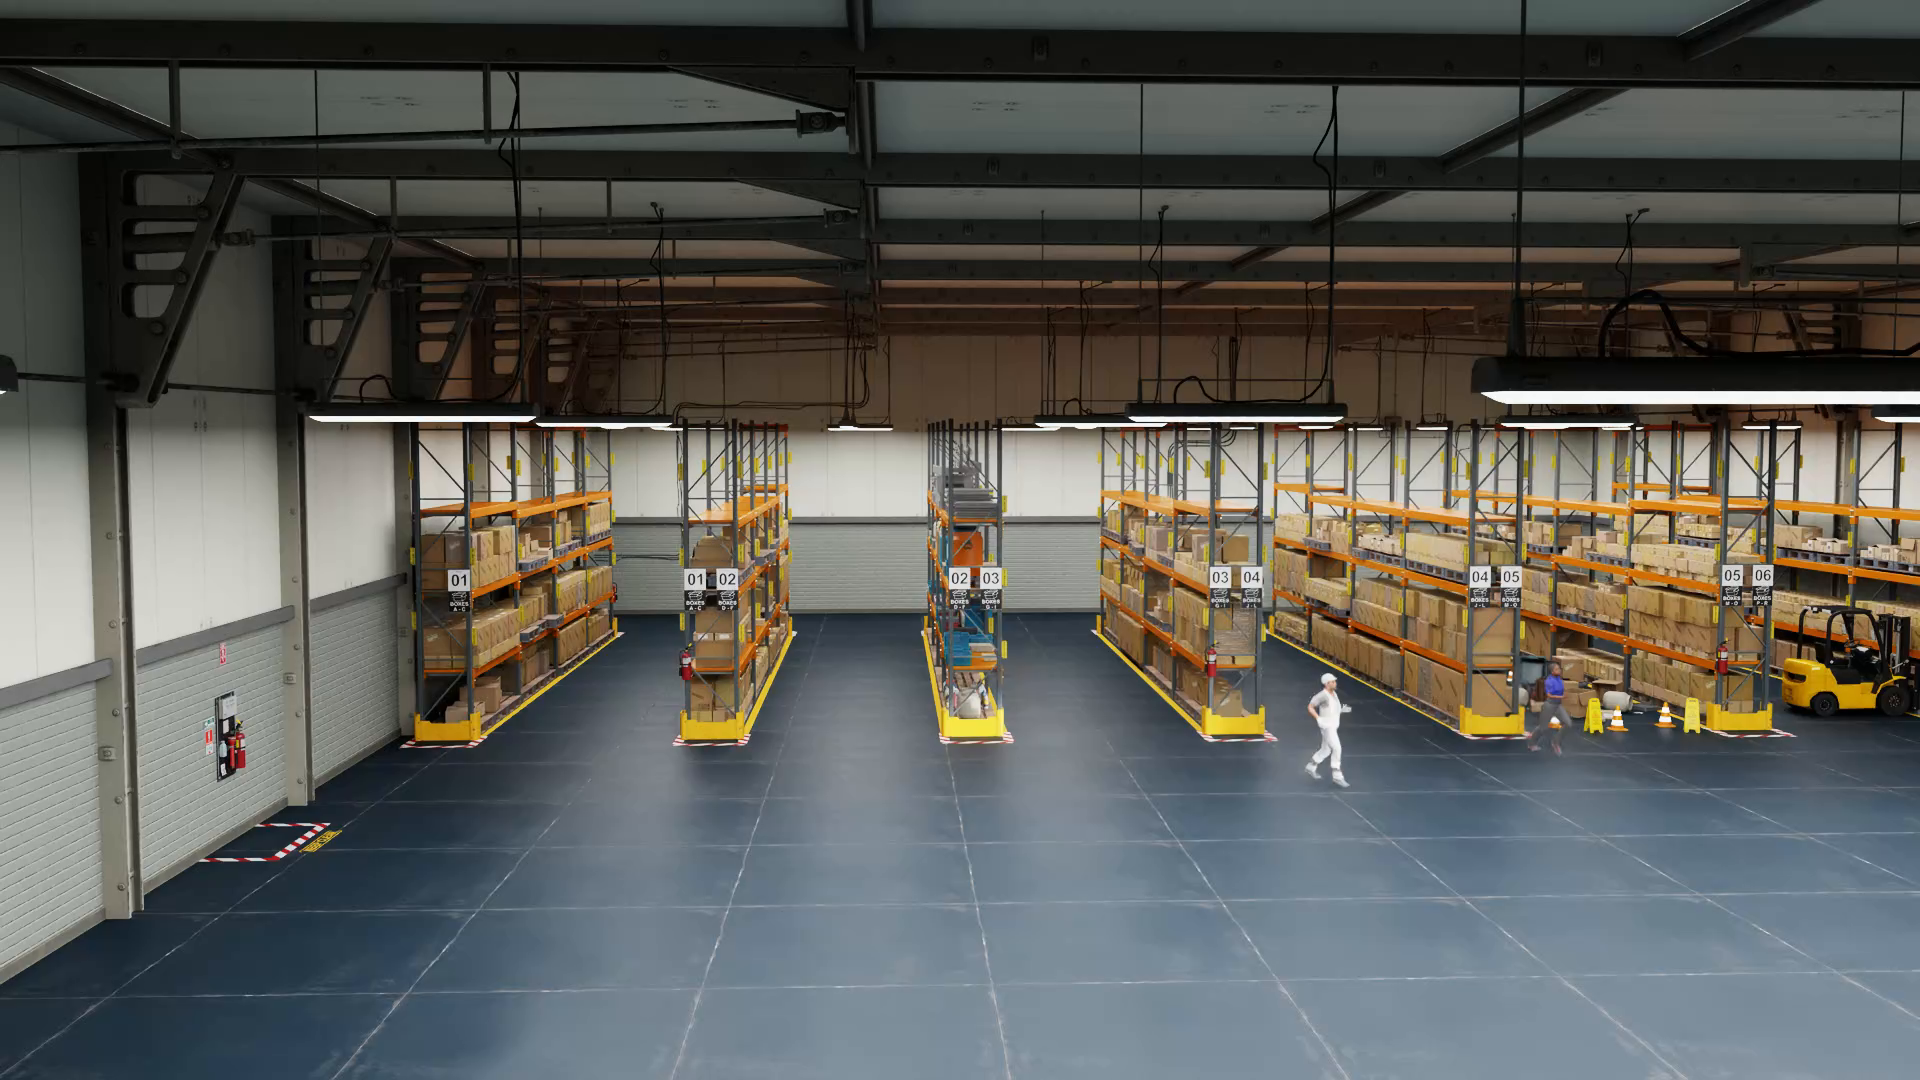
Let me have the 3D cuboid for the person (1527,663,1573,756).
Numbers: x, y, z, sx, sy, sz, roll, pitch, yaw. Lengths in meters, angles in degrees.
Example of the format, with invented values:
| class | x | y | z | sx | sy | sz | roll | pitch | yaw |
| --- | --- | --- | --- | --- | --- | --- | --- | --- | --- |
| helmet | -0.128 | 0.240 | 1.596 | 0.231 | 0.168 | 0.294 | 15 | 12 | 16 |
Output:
| class | x | y | z | sx | sy | sz | roll | pitch | yaw |
| --- | --- | --- | --- | --- | --- | --- | --- | --- | --- |
| person | 10.546 | 3.006 | 29.566 | 0.583 | 1.662 | 0.852 | -3 | 4 | -35 |

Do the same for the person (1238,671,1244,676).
| class | x | y | z | sx | sy | sz | roll | pitch | yaw |
| --- | --- | --- | --- | --- | --- | --- | --- | --- | --- |
| person | 6.621 | 2.412 | 39.223 | 0.607 | 1.602 | 0.551 | -1 | 4 | -9 |

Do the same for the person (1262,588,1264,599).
| class | x | y | z | sx | sy | sz | roll | pitch | yaw |
| --- | --- | --- | --- | --- | --- | --- | --- | --- | --- |
| person | 8.672 | 1.849 | 49.026 | 0.473 | 1.509 | 0.626 | 0 | 4 | 2 |

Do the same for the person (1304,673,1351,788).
| class | x | y | z | sx | sy | sz | roll | pitch | yaw |
| --- | --- | --- | --- | --- | --- | --- | --- | --- | --- |
| person | 5.999 | 3.082 | 27.114 | 0.814 | 1.824 | 0.640 | 2 | 4 | 30 |
